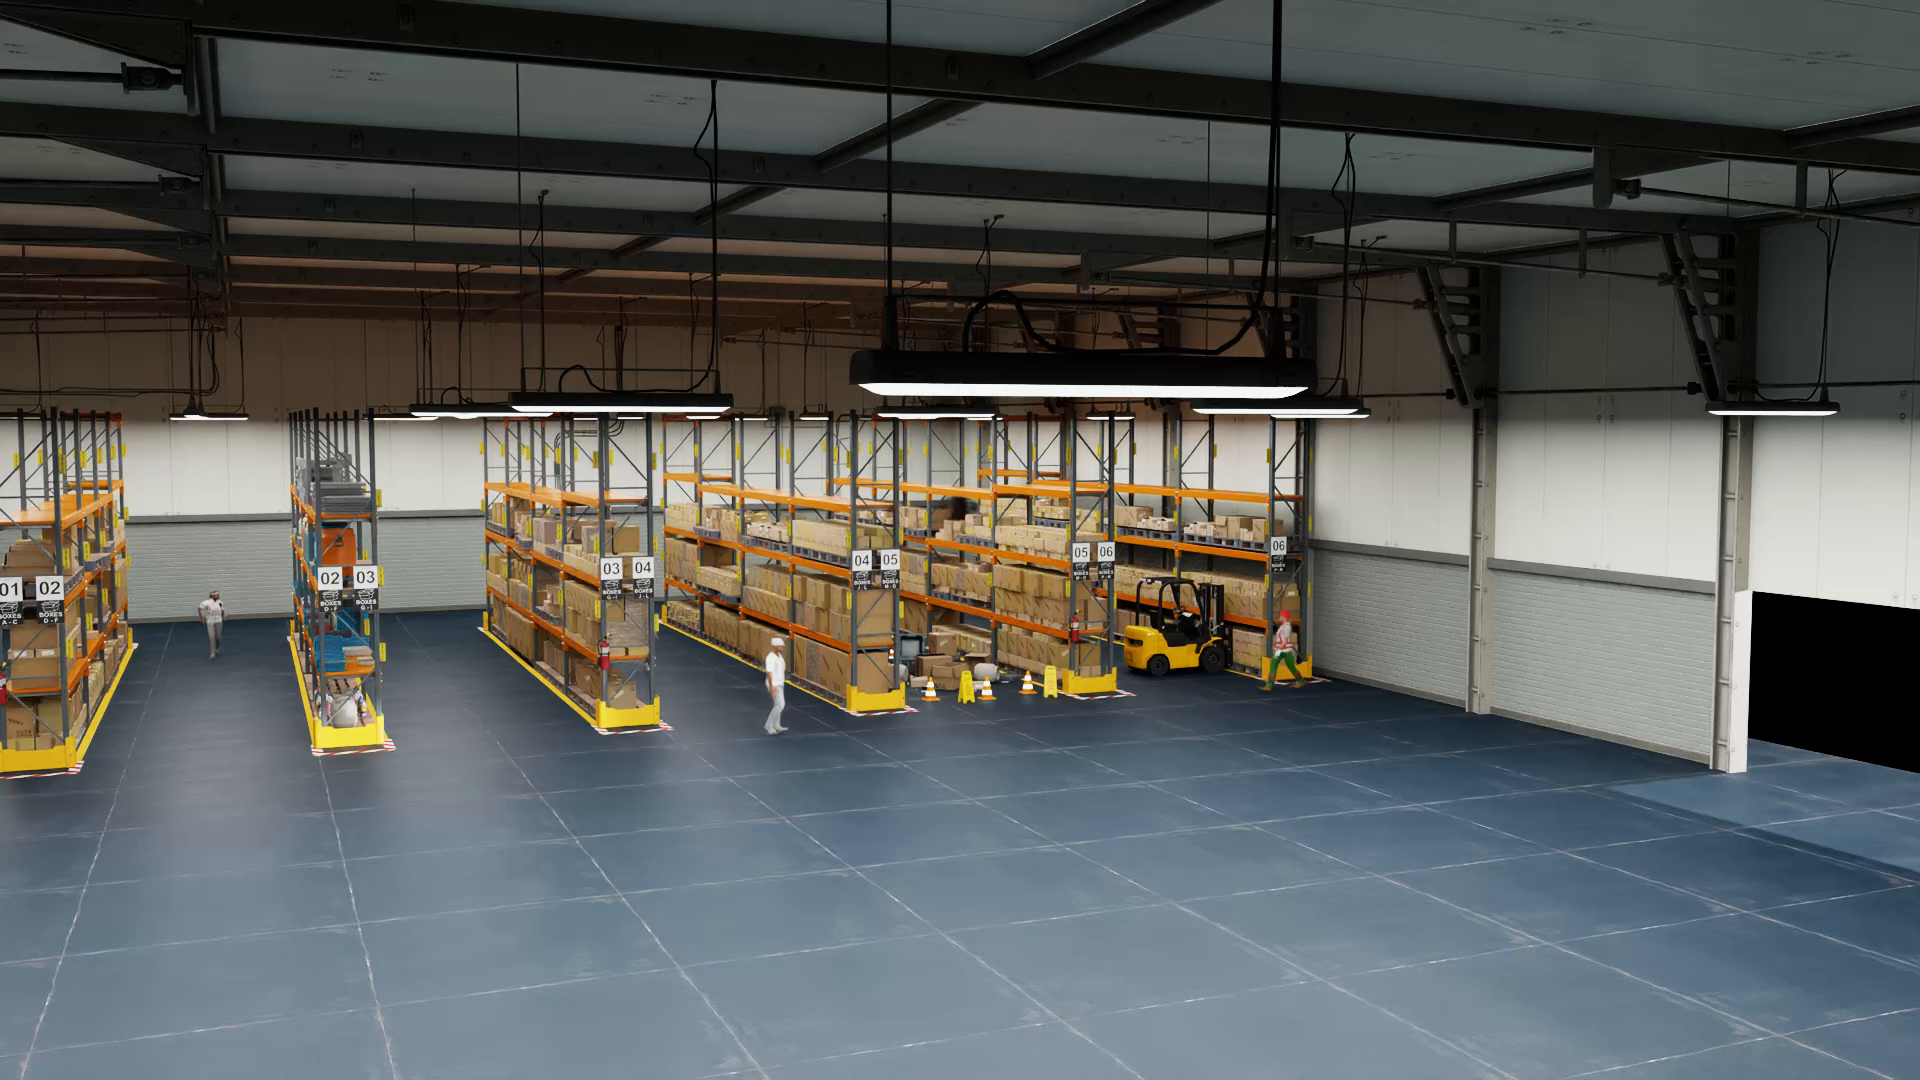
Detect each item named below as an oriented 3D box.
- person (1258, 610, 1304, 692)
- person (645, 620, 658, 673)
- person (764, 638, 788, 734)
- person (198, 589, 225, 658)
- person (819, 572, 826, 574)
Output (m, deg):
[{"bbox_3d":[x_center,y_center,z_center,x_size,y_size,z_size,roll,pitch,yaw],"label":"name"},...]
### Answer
[{"bbox_3d":[6.897,2.368,35.488,1.090,1.746,0.477,-3,5,-37],"label":"person"},{"bbox_3d":[-7.202,2.251,38.377,0.515,1.564,0.684,-4,5,-43],"label":"person"},{"bbox_3d":[-3.408,2.691,30.848,0.410,1.765,0.666,1,4,8],"label":"person"},{"bbox_3d":[-18.275,2.021,40.614,0.611,1.636,1.028,-2,4,-24],"label":"person"},{"bbox_3d":[-3.319,1.680,41.228,0.587,1.807,0.442,3,5,35],"label":"person"}]
